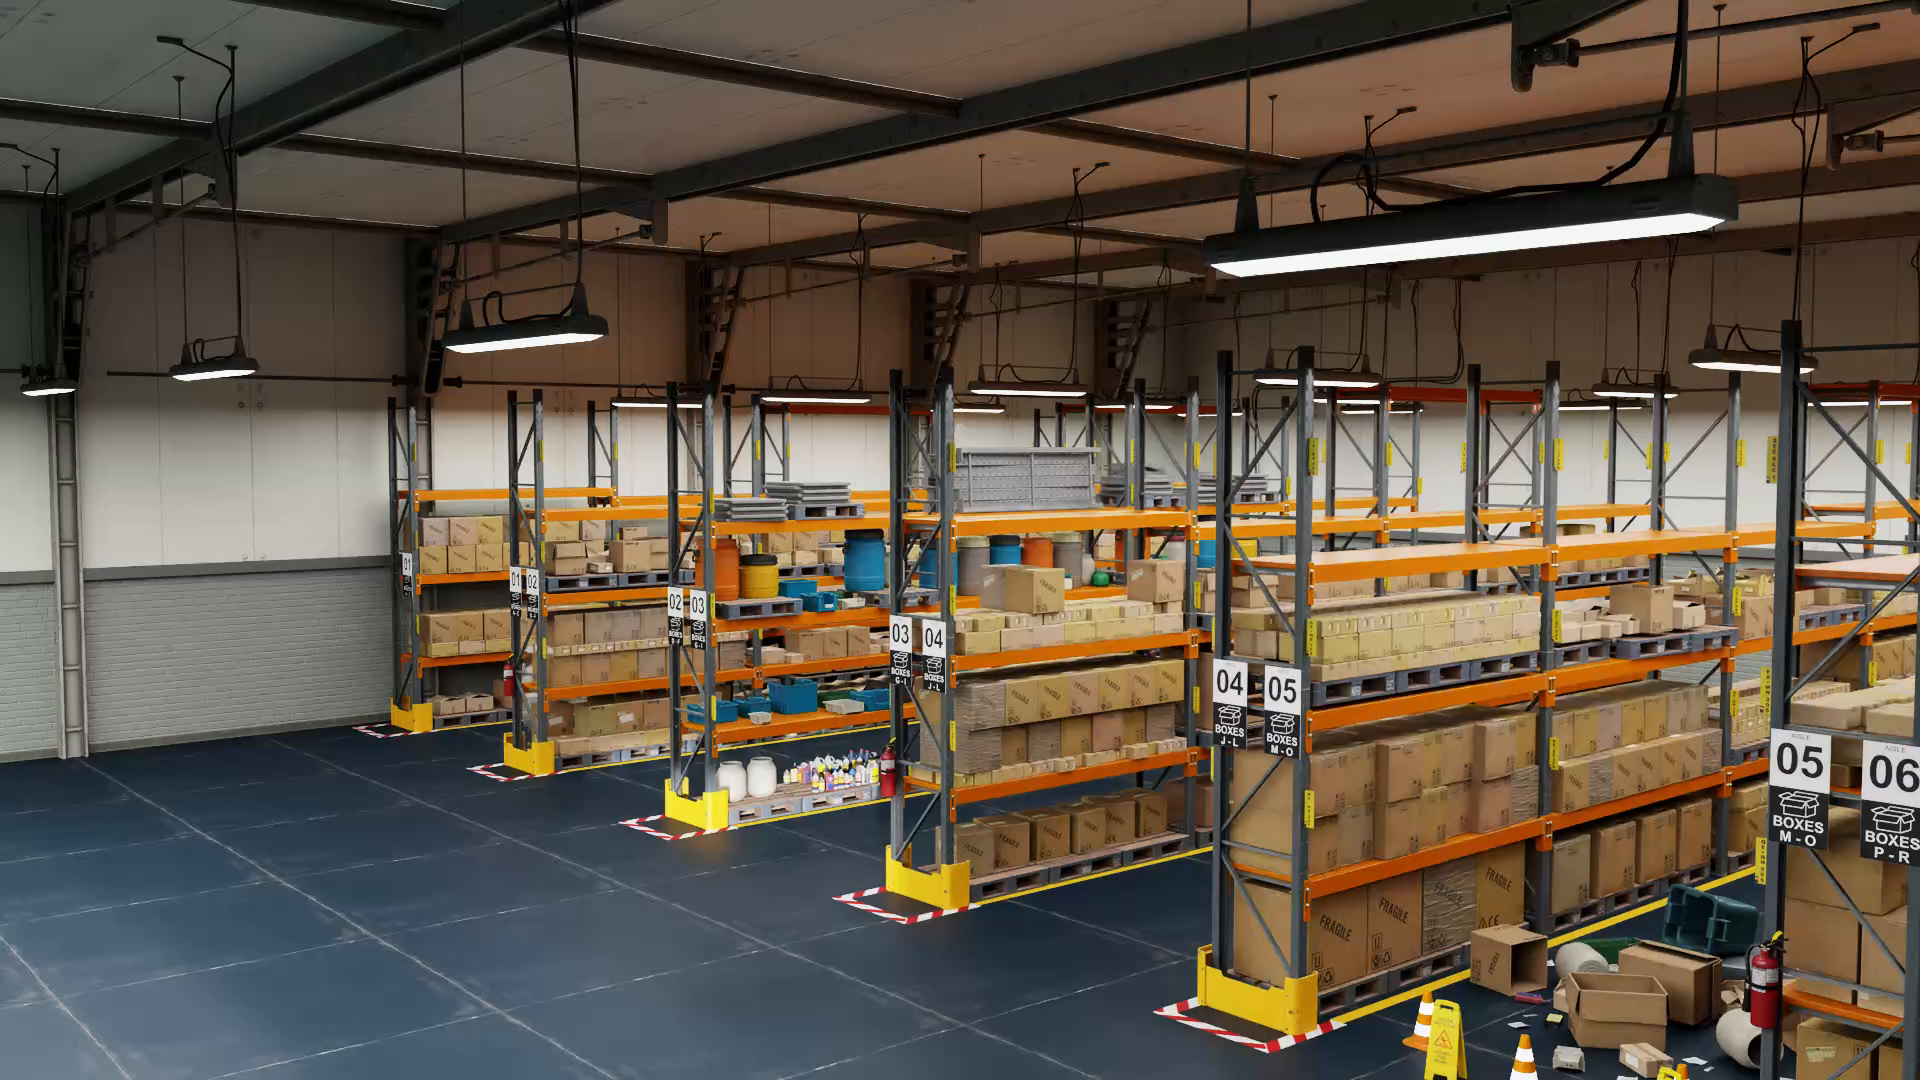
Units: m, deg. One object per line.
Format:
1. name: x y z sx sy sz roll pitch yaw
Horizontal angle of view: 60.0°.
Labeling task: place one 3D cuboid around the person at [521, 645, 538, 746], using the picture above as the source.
1. person: -7.299 2.646 28.078 0.725 1.737 0.681 3 5 43
